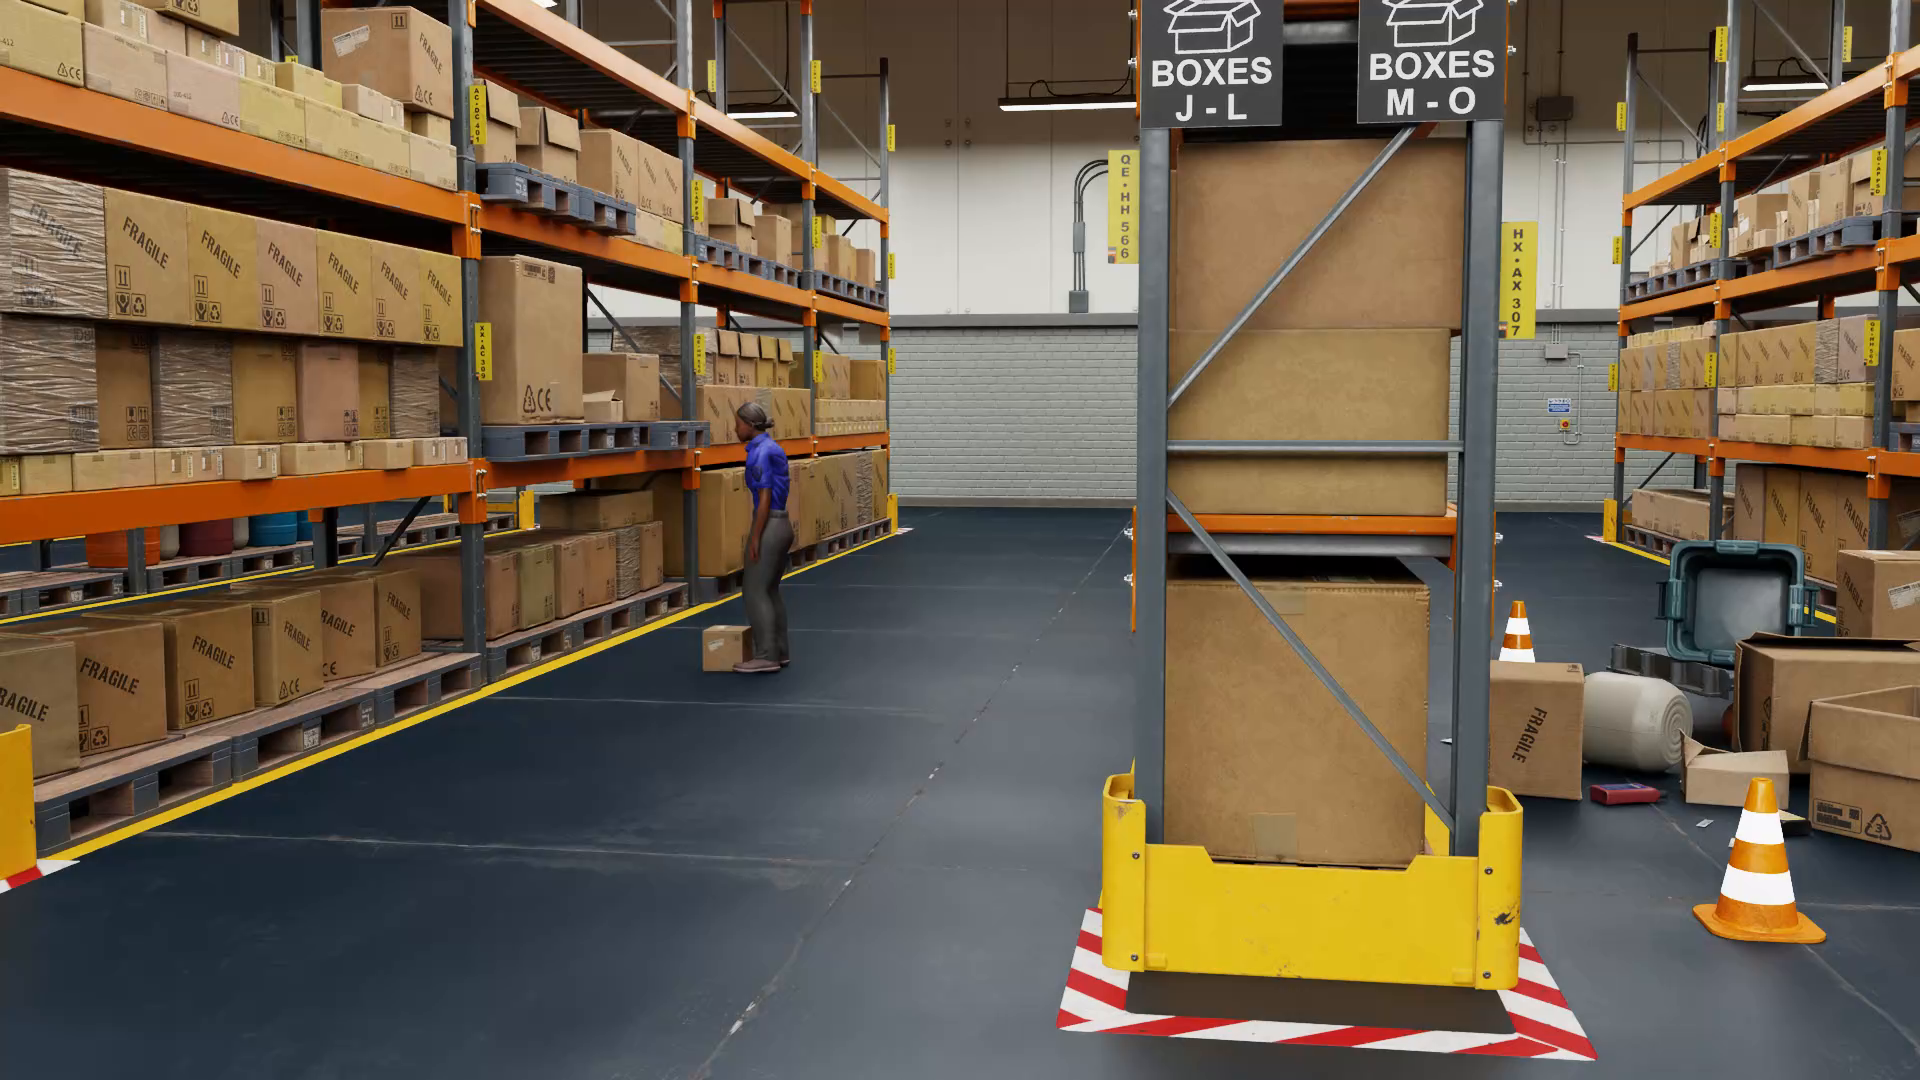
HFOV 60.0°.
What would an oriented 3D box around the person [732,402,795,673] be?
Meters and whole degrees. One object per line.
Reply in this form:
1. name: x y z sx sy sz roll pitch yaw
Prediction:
1. person: -1.207 -0.024 10.238 0.351 1.653 0.518 0 5 6
